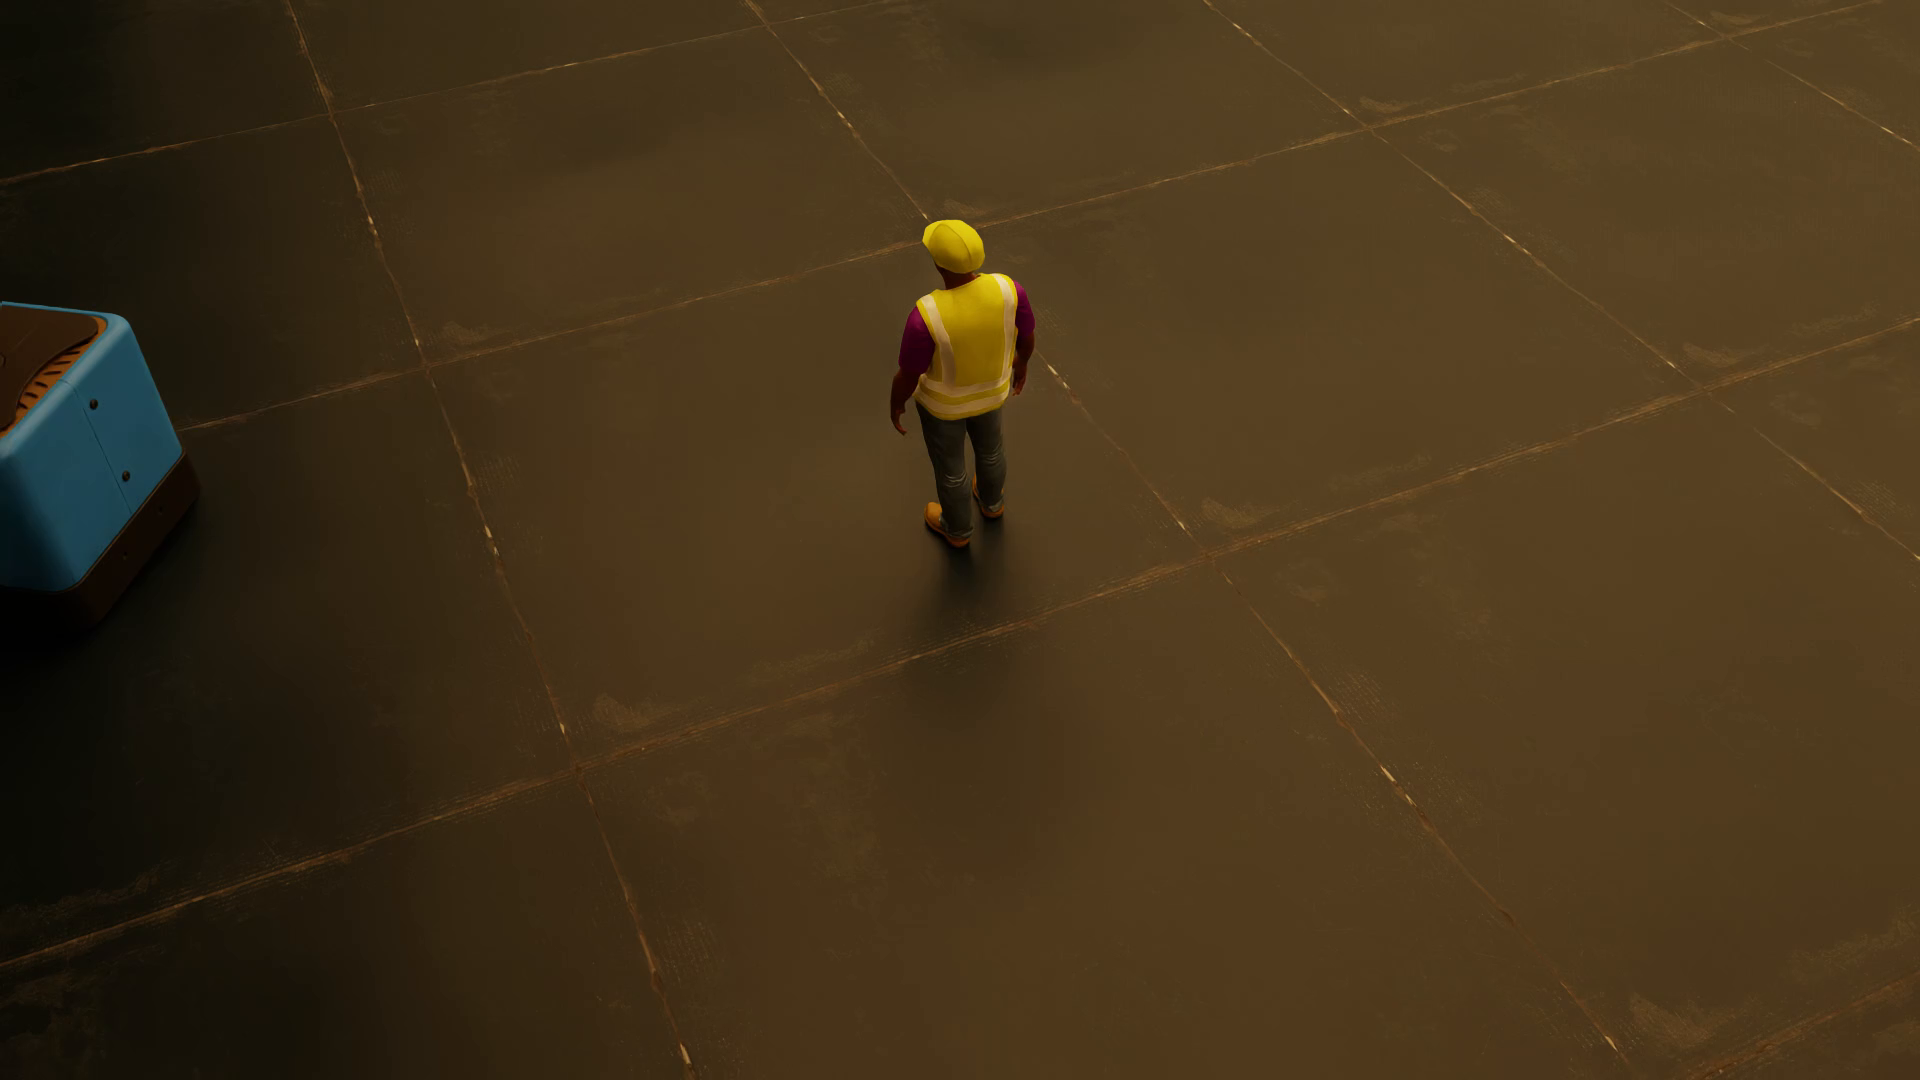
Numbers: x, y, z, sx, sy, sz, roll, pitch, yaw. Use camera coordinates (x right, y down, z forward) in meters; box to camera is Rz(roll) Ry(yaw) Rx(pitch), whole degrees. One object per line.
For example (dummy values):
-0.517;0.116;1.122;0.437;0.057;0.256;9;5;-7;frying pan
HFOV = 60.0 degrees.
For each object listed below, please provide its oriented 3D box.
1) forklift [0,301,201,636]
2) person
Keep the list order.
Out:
-5.206;-1.133;6.894;3.031;2.935;1.130;7;43;7;forklift
-0.023;-0.696;7.269;0.665;1.765;0.577;-18;46;-18;person
